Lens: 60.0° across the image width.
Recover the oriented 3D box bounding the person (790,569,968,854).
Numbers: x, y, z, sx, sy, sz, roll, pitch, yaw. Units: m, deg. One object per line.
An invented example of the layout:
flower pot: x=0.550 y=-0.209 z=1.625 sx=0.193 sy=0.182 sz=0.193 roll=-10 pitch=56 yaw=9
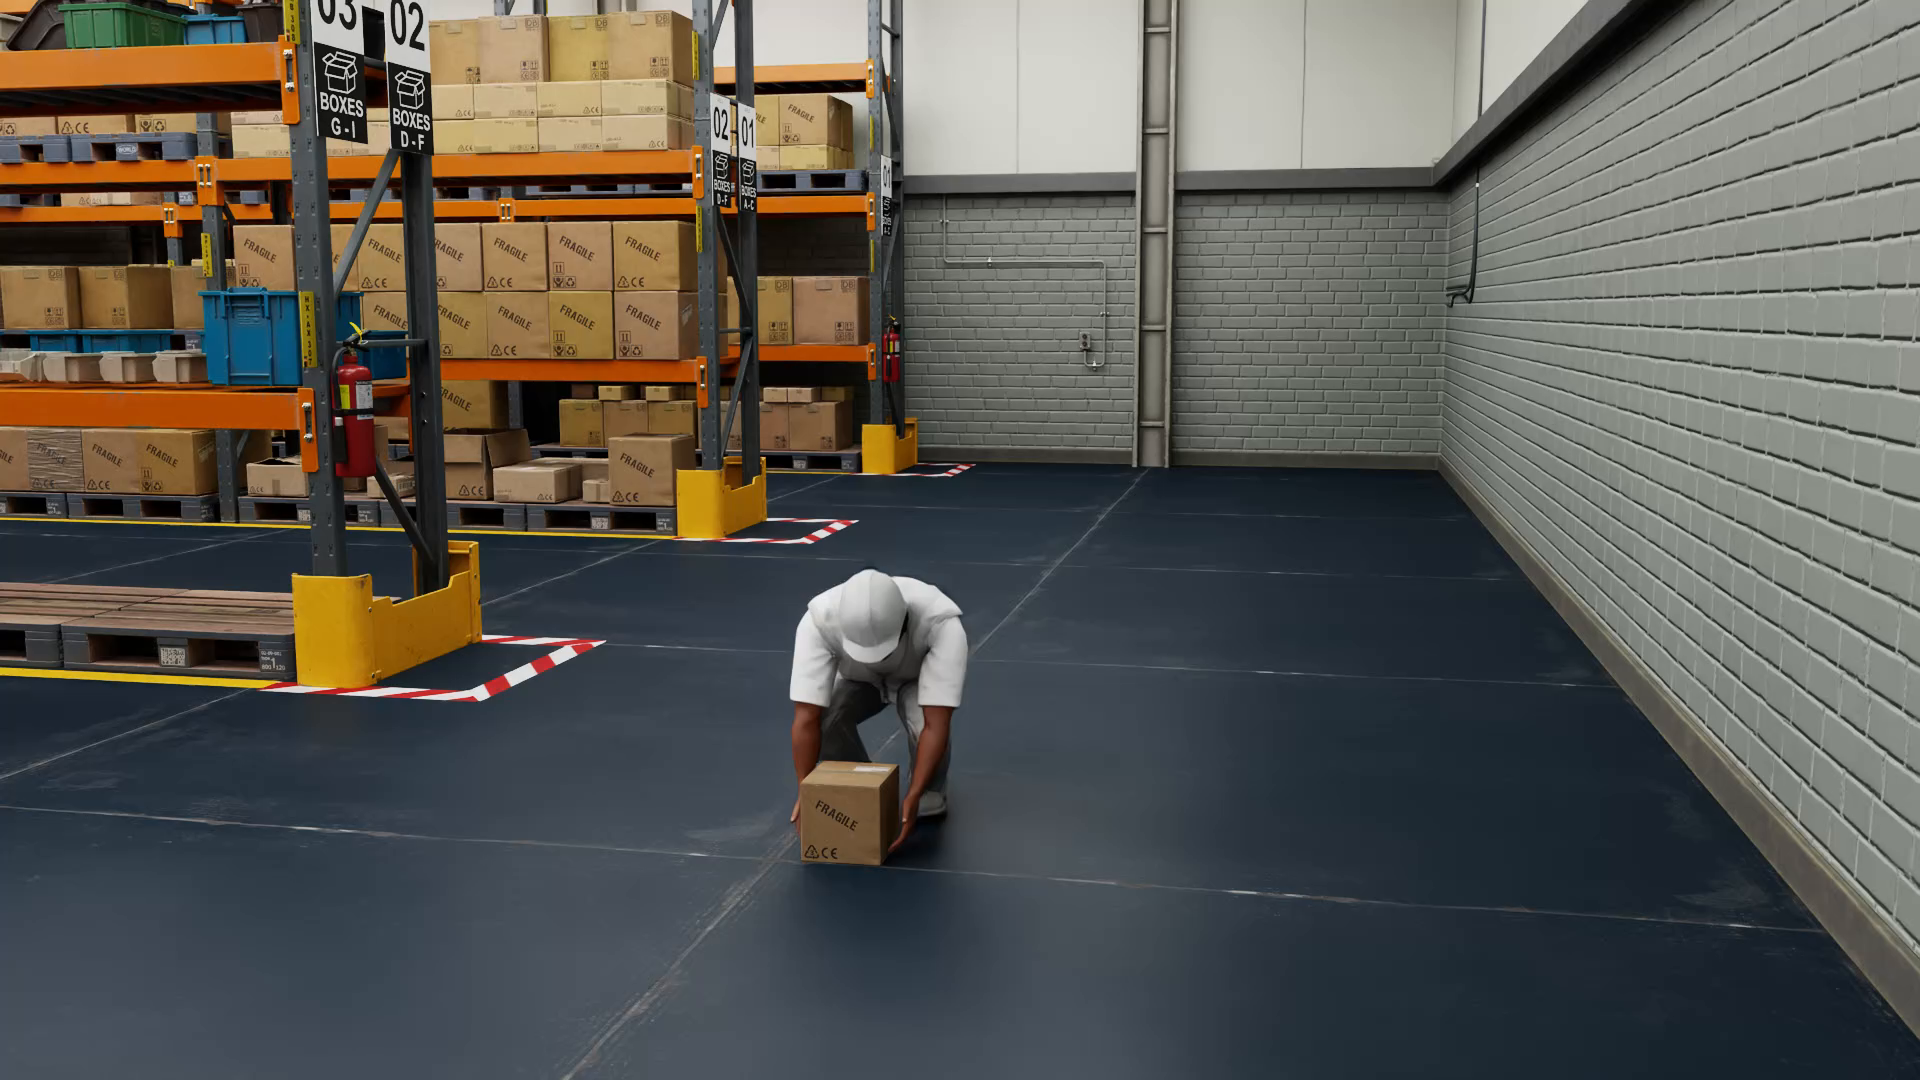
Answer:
person: x=-0.231 y=0.486 z=5.423 sx=0.559 sy=0.893 sz=0.896 roll=2 pitch=8 yaw=11
